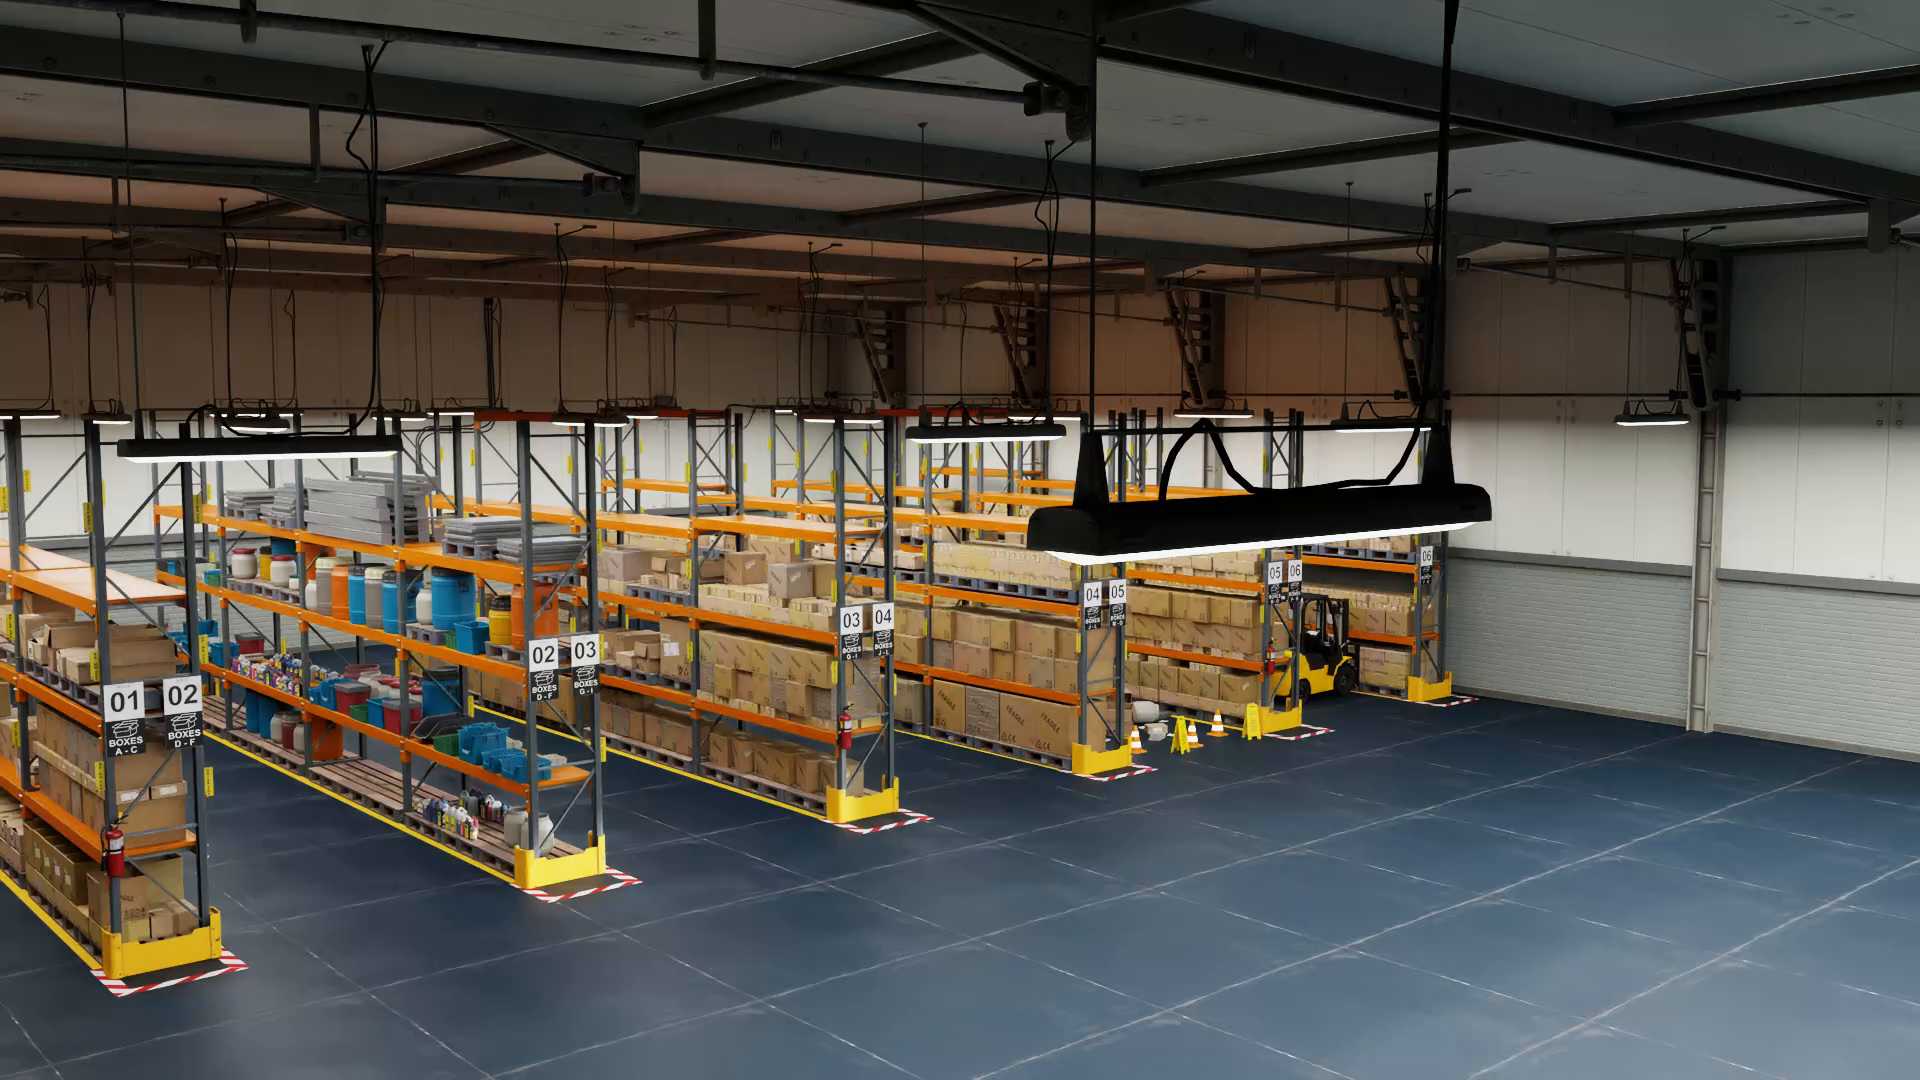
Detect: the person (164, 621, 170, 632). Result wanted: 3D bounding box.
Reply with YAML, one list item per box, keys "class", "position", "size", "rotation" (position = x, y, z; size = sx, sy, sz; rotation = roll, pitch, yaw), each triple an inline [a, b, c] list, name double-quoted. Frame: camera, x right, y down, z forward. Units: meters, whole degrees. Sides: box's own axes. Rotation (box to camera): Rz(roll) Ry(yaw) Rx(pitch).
- class: "person"
  position: [-16.609, 2.485, 34.674]
  size: [0.479, 1.588, 0.440]
  rotation: [-1, 5, -10]

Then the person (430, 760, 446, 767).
- class: "person"
  position: [-8.806, 3.008, 28.119]
  size: [0.477, 1.684, 0.475]
  rotation: [0, 5, 0]
